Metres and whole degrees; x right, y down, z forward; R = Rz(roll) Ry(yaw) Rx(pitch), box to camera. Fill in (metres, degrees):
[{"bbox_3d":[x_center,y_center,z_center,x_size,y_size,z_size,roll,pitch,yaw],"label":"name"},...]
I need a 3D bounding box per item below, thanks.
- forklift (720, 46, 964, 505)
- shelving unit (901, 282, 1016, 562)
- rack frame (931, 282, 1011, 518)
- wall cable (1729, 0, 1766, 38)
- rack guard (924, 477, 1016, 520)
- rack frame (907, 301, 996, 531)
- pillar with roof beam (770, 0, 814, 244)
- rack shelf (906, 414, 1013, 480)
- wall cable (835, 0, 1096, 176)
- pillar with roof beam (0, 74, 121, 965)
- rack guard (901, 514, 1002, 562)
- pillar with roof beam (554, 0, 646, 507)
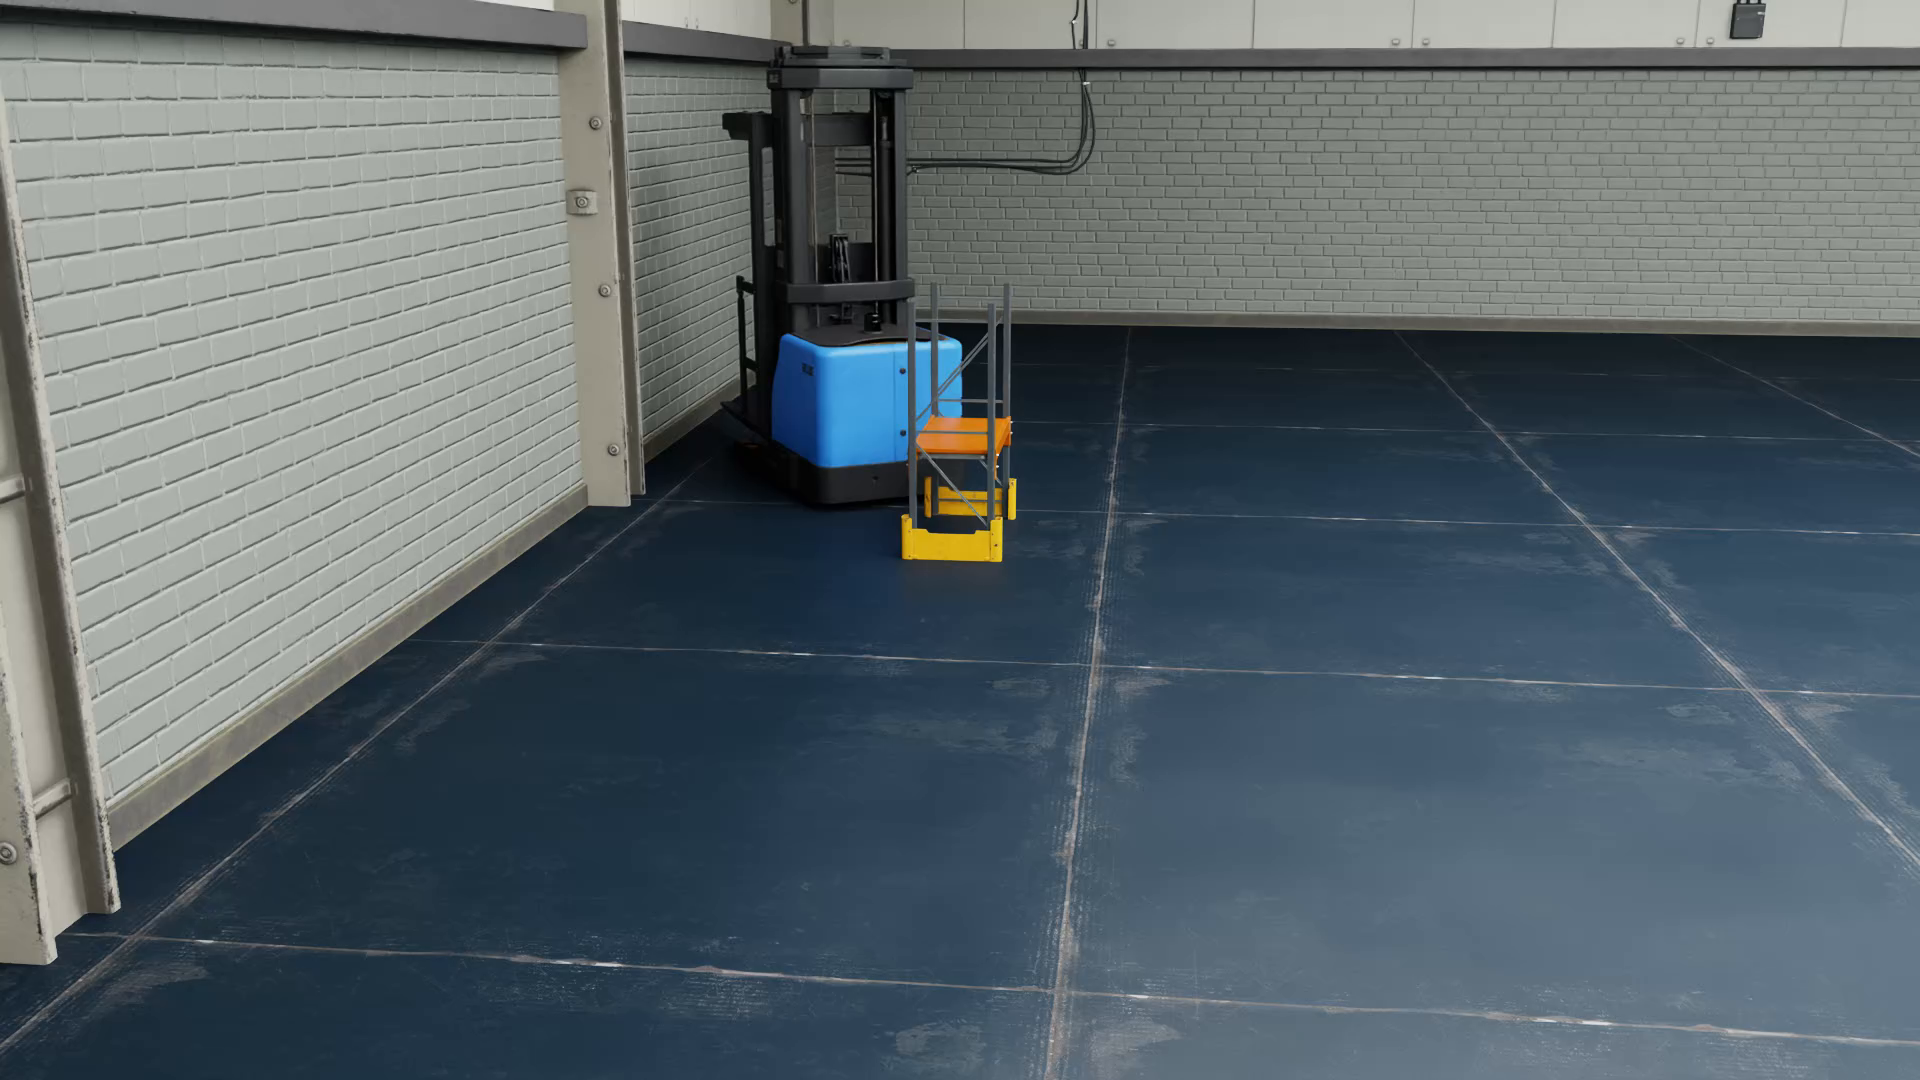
[{"bbox_3d":[-1.022,-1.986,11.891,1.130,2.935,3.031,-6,16,-23],"label":"forklift"},{"bbox_3d":[0.009,-0.744,10.039,0.587,1.500,1.083,2,15,6],"label":"shelving unit"},{"bbox_3d":[0.067,-0.878,10.536,0.500,1.500,0.032,2,15,6],"label":"rack frame"},{"bbox_3d":[9.433,-8.260,16.954,2.305,6.003,0.169,2,15,6],"label":"wall cable"},{"bbox_3d":[0.065,-0.270,10.680,0.587,0.250,0.087,2,15,6],"label":"rack guard"},{"bbox_3d":[-0.048,-0.614,9.561,0.500,1.500,0.032,2,15,6],"label":"rack frame"},{"bbox_3d":[2.633,-6.050,15.297,9.100,9.000,0.400,2,15,6],"label":"pillar with roof beam"},{"bbox_3d":[0.010,-0.572,10.095,0.538,0.185,1.000,2,15,6],"label":"rack shelf"},{"bbox_3d":[0.002,-5.403,18.853,3.097,2.526,0.112,2,15,6],"label":"wall cable"},{"bbox_3d":[1.279,-2.938,3.787,9.100,9.000,0.400,2,15,6],"label":"pillar with roof beam"},{"bbox_3d":[-0.048,-0.011,9.725,0.587,0.250,0.087,2,15,6],"label":"rack guard"},{"bbox_3d":[1.956,-4.494,9.542,9.100,9.000,0.400,2,15,6],"label":"pillar with roof beam"}]
